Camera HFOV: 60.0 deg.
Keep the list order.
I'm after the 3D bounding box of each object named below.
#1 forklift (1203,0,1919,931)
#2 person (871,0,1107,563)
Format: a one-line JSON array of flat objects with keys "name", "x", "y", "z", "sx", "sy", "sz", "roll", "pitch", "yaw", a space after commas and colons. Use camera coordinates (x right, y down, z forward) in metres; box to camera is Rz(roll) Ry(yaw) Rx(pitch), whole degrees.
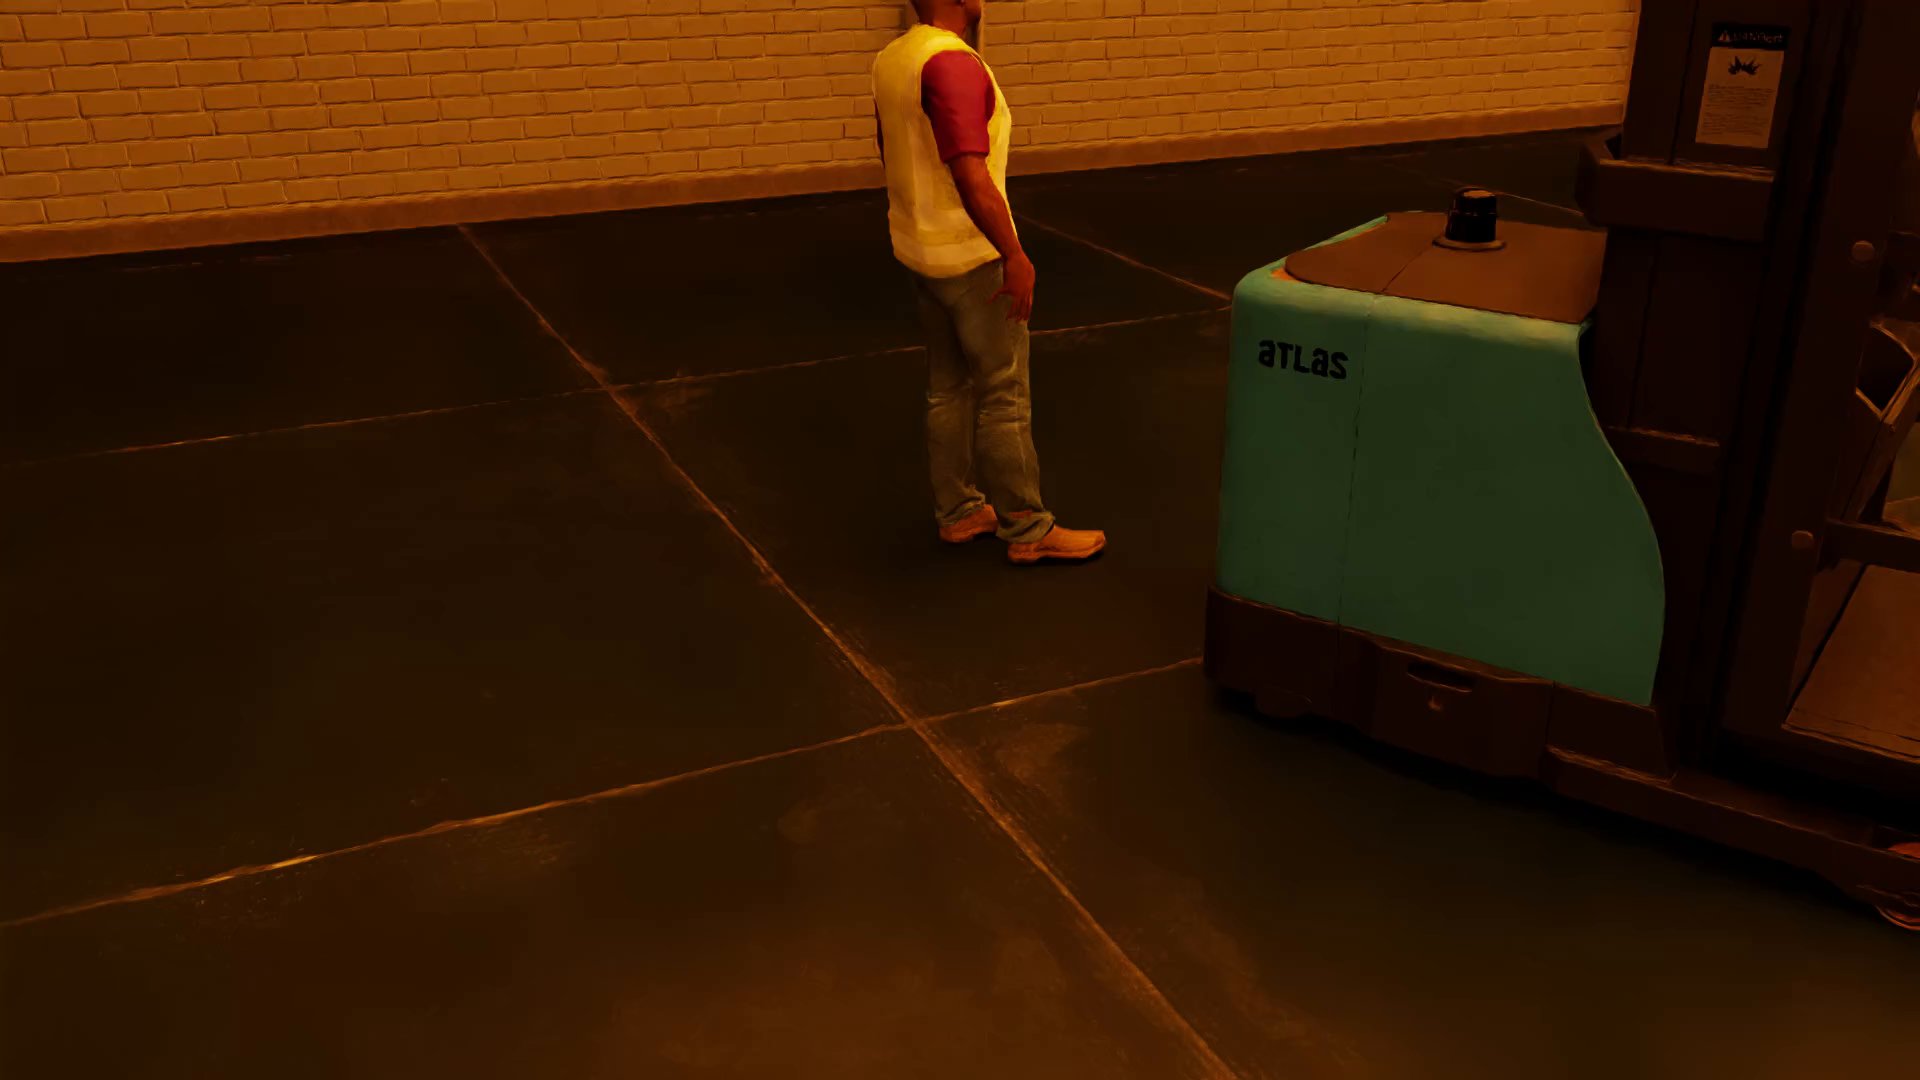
[{"name": "forklift", "x": 2.099, "y": -0.777, "z": 3.156, "sx": 3.031, "sy": 2.935, "sz": 1.130, "roll": 15, "pitch": 27, "yaw": 33}, {"name": "person", "x": 0.065, "y": -0.832, "z": 4.788, "sx": 0.576, "sy": 1.766, "sz": 0.665, "roll": -10, "pitch": 25, "yaw": -23}]
